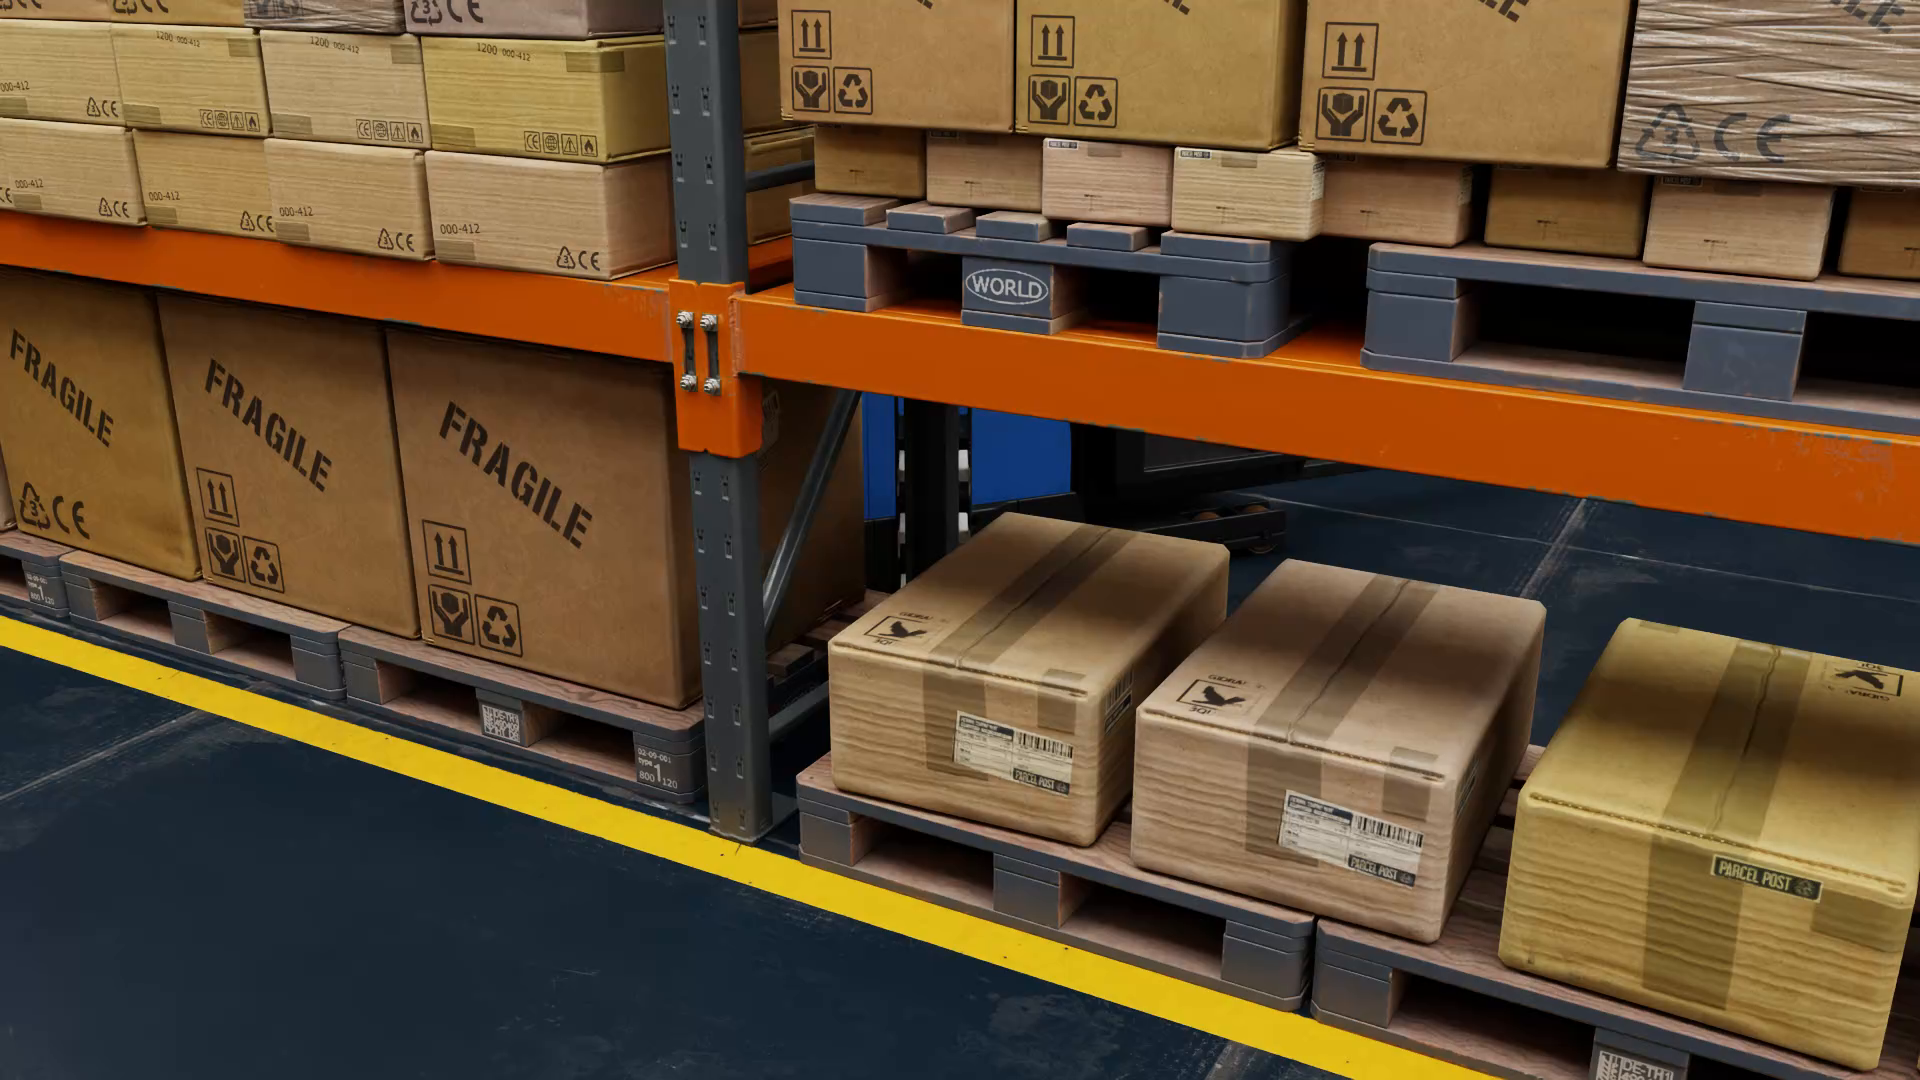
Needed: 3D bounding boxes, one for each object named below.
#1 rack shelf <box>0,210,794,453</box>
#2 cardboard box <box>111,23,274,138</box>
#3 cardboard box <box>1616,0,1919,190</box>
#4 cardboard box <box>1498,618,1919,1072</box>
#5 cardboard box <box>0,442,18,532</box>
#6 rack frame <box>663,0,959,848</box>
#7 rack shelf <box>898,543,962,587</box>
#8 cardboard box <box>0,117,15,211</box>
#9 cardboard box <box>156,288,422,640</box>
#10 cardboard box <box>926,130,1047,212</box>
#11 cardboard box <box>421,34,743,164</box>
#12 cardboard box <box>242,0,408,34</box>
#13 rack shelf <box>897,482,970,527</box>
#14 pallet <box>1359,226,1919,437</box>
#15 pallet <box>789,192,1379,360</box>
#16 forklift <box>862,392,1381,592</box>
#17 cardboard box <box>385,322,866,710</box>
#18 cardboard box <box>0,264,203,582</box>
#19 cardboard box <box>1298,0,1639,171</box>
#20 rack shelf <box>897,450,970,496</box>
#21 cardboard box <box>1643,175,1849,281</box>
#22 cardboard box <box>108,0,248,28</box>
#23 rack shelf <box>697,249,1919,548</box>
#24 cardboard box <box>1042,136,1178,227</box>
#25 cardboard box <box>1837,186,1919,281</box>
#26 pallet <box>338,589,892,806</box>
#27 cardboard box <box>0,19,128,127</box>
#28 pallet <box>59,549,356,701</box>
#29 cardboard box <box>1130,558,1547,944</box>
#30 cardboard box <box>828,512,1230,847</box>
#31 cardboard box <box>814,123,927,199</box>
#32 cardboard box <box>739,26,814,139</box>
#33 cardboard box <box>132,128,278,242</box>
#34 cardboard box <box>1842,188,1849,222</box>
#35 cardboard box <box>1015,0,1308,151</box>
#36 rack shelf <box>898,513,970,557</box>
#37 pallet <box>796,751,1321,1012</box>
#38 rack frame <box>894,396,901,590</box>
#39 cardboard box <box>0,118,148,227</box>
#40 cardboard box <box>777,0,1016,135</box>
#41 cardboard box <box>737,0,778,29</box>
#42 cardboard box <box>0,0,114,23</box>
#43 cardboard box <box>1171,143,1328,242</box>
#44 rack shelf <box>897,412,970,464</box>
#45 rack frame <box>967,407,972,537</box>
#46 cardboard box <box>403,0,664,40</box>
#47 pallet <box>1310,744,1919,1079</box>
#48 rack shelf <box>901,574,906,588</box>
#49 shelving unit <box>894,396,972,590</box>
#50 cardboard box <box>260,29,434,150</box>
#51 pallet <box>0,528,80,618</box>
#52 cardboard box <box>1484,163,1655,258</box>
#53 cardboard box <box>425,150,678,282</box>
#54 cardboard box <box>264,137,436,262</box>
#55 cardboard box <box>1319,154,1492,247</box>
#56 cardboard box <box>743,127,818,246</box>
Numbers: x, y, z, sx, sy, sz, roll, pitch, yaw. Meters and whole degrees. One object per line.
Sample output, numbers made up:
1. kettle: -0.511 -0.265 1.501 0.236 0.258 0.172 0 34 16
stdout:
1. rack shelf: -2.042 -0.845 4.851 4.000 0.370 1.077 11 23 27
2. cardboard box: -1.750 -1.183 4.215 0.500 0.250 0.500 10 22 26
3. cardboard box: 1.342 -0.835 2.569 0.500 0.500 0.500 10 22 25
4. cardboard box: 1.499 0.532 3.237 0.625 0.372 0.950 12 23 29
5. cardboard box: -3.208 -0.635 5.717 0.875 0.875 0.875 12 23 29
6. rack frame: -0.296 -0.851 3.811 0.127 3.000 1.000 11 23 27
7. rack shelf: -0.074 0.053 4.760 0.200 0.077 0.258 0 20 -1
8. cardboard box: -2.641 -1.118 4.768 0.500 0.250 0.500 11 22 27
9. cardboard box: -1.636 -0.338 4.899 0.875 0.875 0.875 11 23 28
10. cardboard box: 0.127 -0.764 3.324 0.250 0.149 0.380 9 22 24
11. cardboard box: -0.843 -1.020 3.765 0.500 0.250 0.500 11 23 27
12. cardboard box: -1.327 -1.459 3.875 0.500 0.500 0.500 11 23 28
13. rack shelf: -0.074 -0.116 4.698 0.200 0.077 0.258 0 20 -1
14. pallet: 1.452 -0.443 2.970 1.213 0.211 1.003 11 23 27
15. pallet: 0.378 -0.674 3.605 1.003 0.211 1.213 11 23 27
16. forklift: 0.575 -1.461 5.594 3.031 2.935 1.130 -8 21 -21
17. cardboard box: -0.859 -0.189 4.487 0.875 0.875 0.875 11 22 27
18. cardboard box: -2.416 -0.487 5.310 0.875 0.875 0.875 12 23 29
19. cardboard box: 0.909 -0.920 2.805 0.500 0.500 0.500 11 23 28
20. rack shelf: -0.074 -0.201 4.668 0.200 0.077 0.258 0 20 -1
21. cardboard box: 1.284 -0.537 2.700 0.250 0.149 0.380 12 23 29
22. cardboard box: -1.758 -1.543 4.108 0.500 0.500 0.500 11 23 27
23. rack shelf: 1.450 -0.180 3.017 4.000 0.370 1.077 11 23 27
24. cardboard box: 0.343 -0.704 3.161 0.250 0.149 0.380 9 22 24
25. cardboard box: 1.548 -0.517 2.643 0.250 0.149 0.380 10 22 25
26. pallet: -0.948 0.307 4.710 1.213 0.211 1.003 11 23 27
27. cardboard box: -2.203 -1.270 4.453 0.500 0.250 0.500 10 22 26
28. pallet: -2.009 0.103 5.270 1.213 0.211 1.003 11 23 27
29. cardboard box: 0.840 0.404 3.589 0.625 0.372 0.950 10 22 26
30. cardboard box: 0.192 0.284 3.921 0.625 0.372 0.950 9 22 24
31. cardboard box: -0.103 -0.821 3.481 0.250 0.149 0.380 9 22 24
32. cardboard box: -0.618 -1.173 4.187 0.500 0.250 0.500 11 22 27
33. cardboard box: -1.750 -0.956 4.321 0.500 0.250 0.500 11 22 27
34. cardboard box: 1.743 -0.676 3.082 0.250 0.149 0.380 12 23 29
35. cardboard box: 0.442 -1.007 3.043 0.500 0.500 0.500 12 23 30
36. rack shelf: -0.074 -0.031 4.729 0.200 0.077 0.258 0 20 -1
37. pallet: 0.385 0.591 3.927 1.213 0.211 1.003 11 23 27
38. rack frame: -0.176 -0.062 4.716 0.006 0.900 0.240 0 20 -1
39. cardboard box: -2.209 -1.032 4.532 0.500 0.250 0.500 10 22 26
40. cardboard box: -0.016 -1.091 3.276 0.500 0.500 0.500 10 22 26
41. cardboard box: -0.608 -1.523 4.051 0.500 0.500 0.500 10 22 26
42. cardboard box: -2.196 -1.630 4.346 0.500 0.500 0.500 10 22 26
43. cardboard box: 0.574 -0.652 3.017 0.250 0.149 0.380 11 23 28
44. rack shelf: -0.074 -0.285 4.637 0.200 0.077 0.258 0 20 -1
45. rack frame: 0.027 -0.063 4.720 0.006 0.900 0.240 0 20 -1
46. cardboard box: -0.875 -1.376 3.646 0.500 0.500 0.500 10 22 26
47. pallet: 1.446 0.794 3.367 1.213 0.211 1.003 11 23 27
48. rack shelf: -0.074 0.138 4.791 0.200 0.077 0.258 0 20 -1
49. shelving unit: -0.074 -0.063 4.718 0.210 0.900 0.258 0 20 -1
50. cardboard box: -1.293 -1.104 3.997 0.500 0.250 0.500 10 22 26
51. pallet: -3.078 -0.099 5.829 1.213 0.211 1.003 11 23 27
52. cardboard box: 1.088 -0.600 2.874 0.250 0.149 0.380 12 23 29
53. cardboard box: -0.865 -0.787 3.856 0.500 0.250 0.500 10 22 25
54. cardboard box: -1.318 -0.867 4.077 0.500 0.250 0.500 11 23 28
55. cardboard box: 0.822 -0.636 2.971 0.250 0.149 0.380 12 23 30
56. cardboard box: -0.601 -0.936 4.268 0.500 0.250 0.500 10 22 26
